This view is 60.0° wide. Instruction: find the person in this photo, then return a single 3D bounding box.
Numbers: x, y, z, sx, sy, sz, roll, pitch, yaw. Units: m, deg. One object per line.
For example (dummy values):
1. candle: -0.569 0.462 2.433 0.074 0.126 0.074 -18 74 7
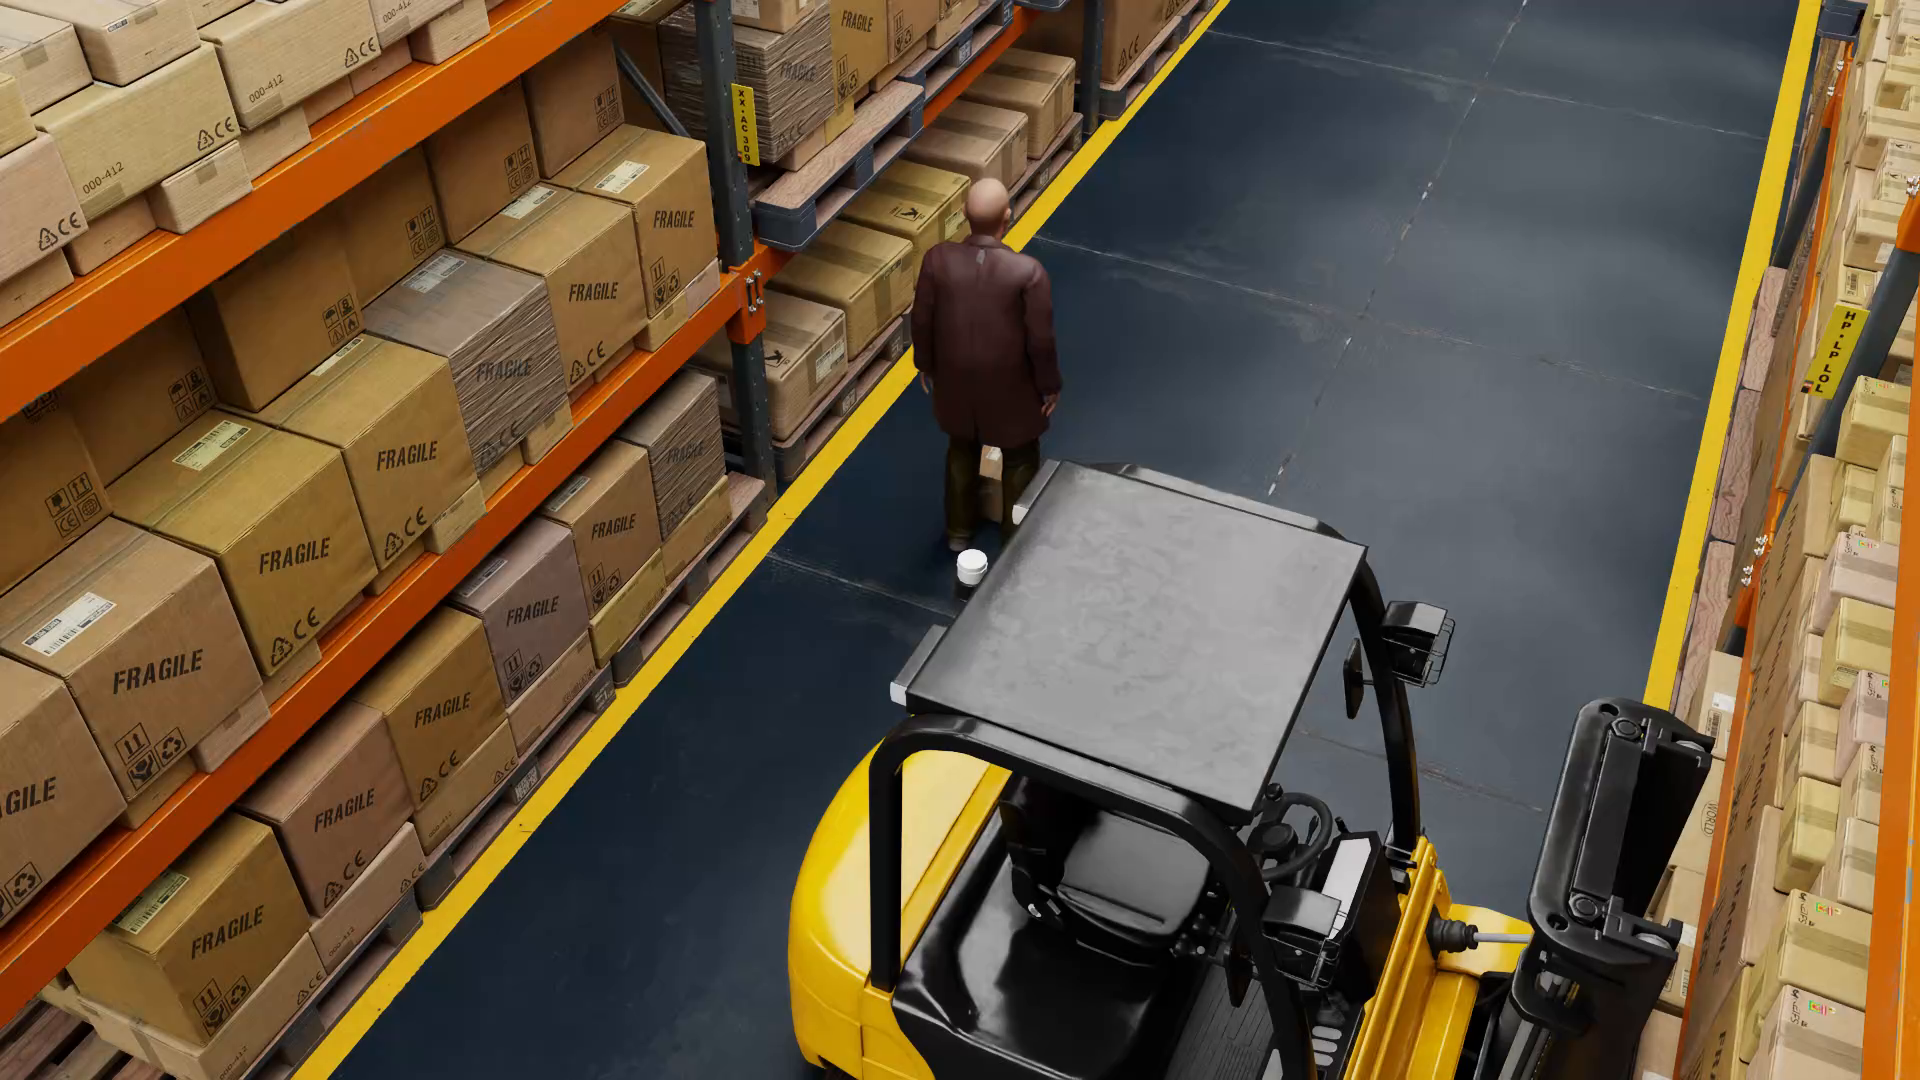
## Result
1. person: 0.113 -0.681 6.943 0.651 1.773 0.431 14 43 15
